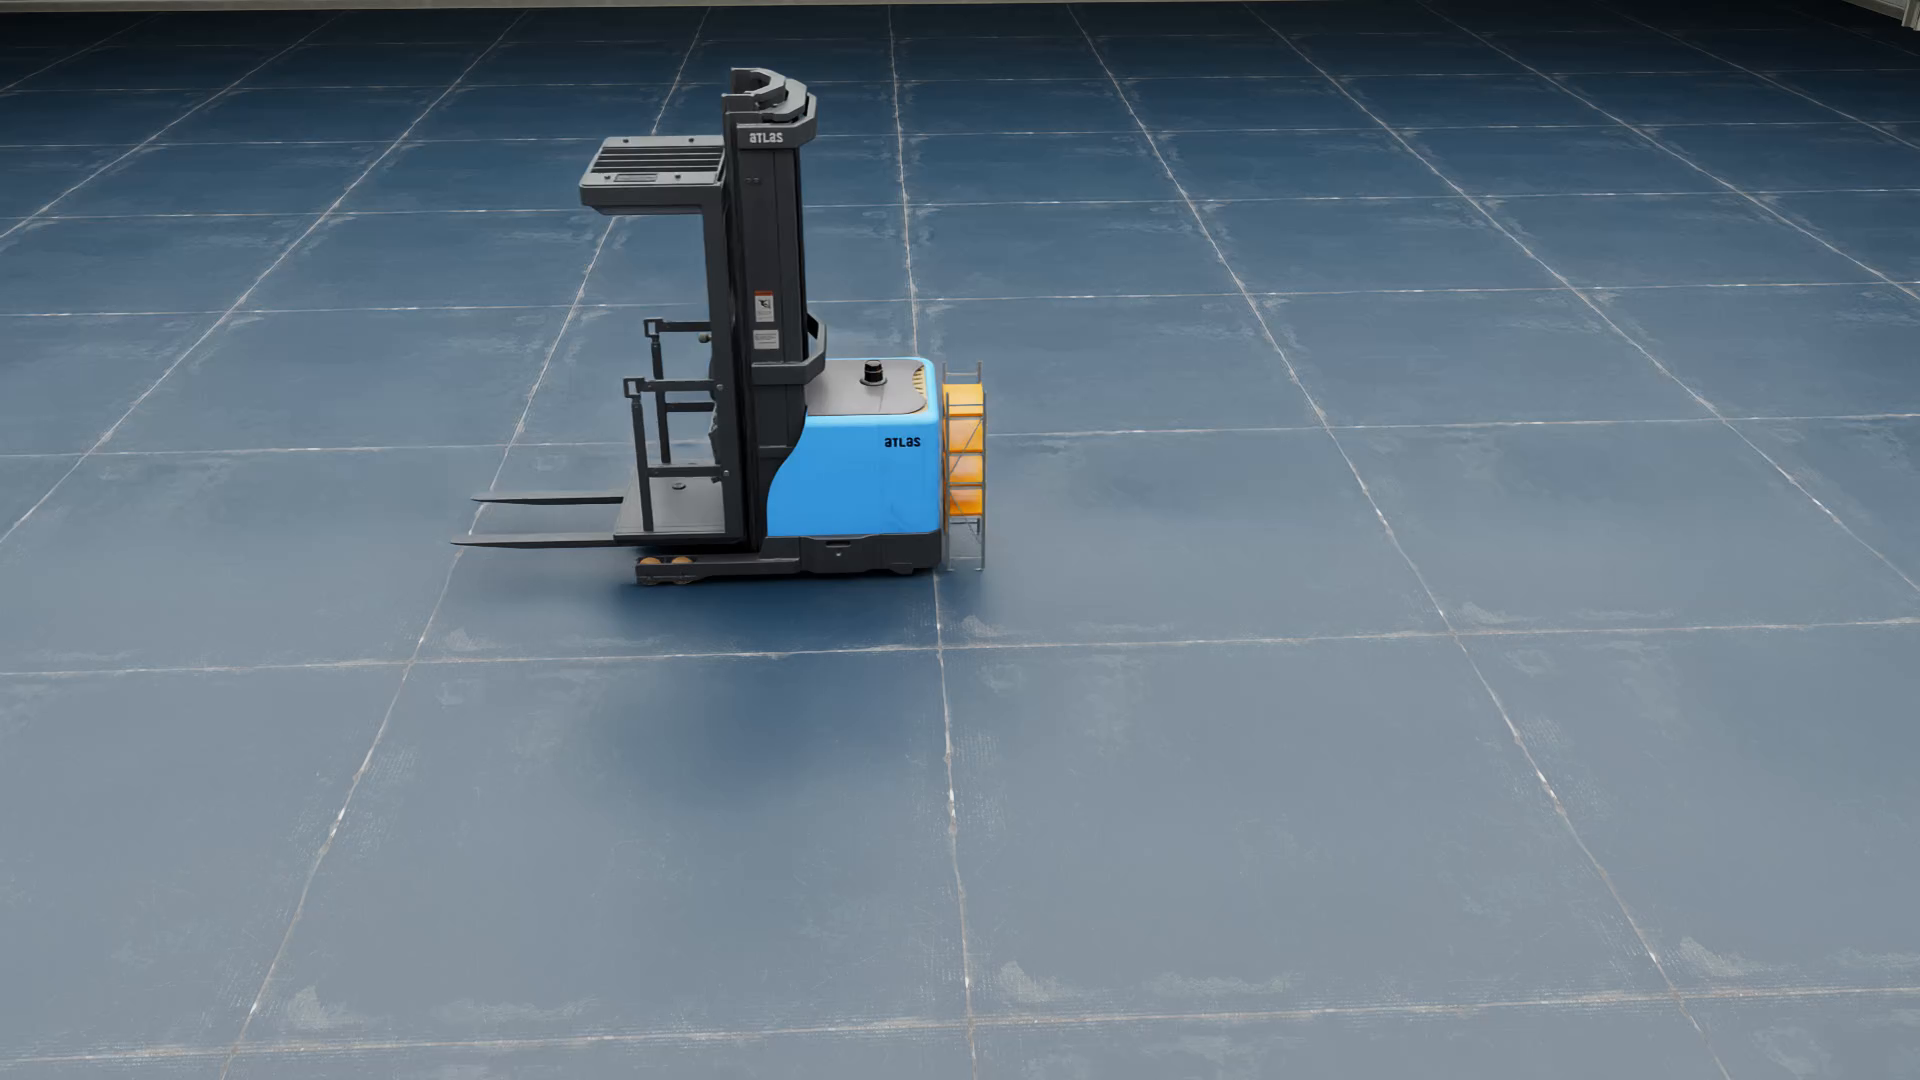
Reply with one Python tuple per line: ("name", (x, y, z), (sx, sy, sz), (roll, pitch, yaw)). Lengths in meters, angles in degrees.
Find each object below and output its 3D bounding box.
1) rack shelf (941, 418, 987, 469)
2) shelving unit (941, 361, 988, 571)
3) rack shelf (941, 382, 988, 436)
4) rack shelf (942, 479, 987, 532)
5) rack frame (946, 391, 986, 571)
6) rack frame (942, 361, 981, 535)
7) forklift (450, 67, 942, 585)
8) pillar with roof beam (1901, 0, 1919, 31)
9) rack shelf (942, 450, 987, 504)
("rack shelf", (0.024, -0.595, 10.254), (0.258, 0.148, 0.480), (-1, 28, -2))
("shelving unit", (0.024, -0.456, 10.327), (0.258, 1.200, 0.503), (-1, 28, -2))
("rack shelf", (0.024, -0.804, 10.145), (0.258, 0.148, 0.480), (-1, 28, -2))
("rack shelf", (0.024, -0.220, 10.450), (0.258, 0.148, 0.480), (-1, 28, -2))
("rack frame", (0.036, -0.343, 10.111), (0.240, 1.200, 0.015), (-1, 28, -2))
("rack frame", (0.012, -0.569, 10.543), (0.240, 1.200, 0.015), (-1, 28, -2))
("forklift", (-1.646, -1.273, 10.021), (3.031, 2.935, 1.130), (-1, 28, -2))
("pillar with roof beam", (10.811, -11.966, 23.962), (9.100, 9.000, 0.400), (-1, 28, -3))
("rack shelf", (0.024, -0.396, 10.358), (0.258, 0.148, 0.480), (-1, 28, -2))
